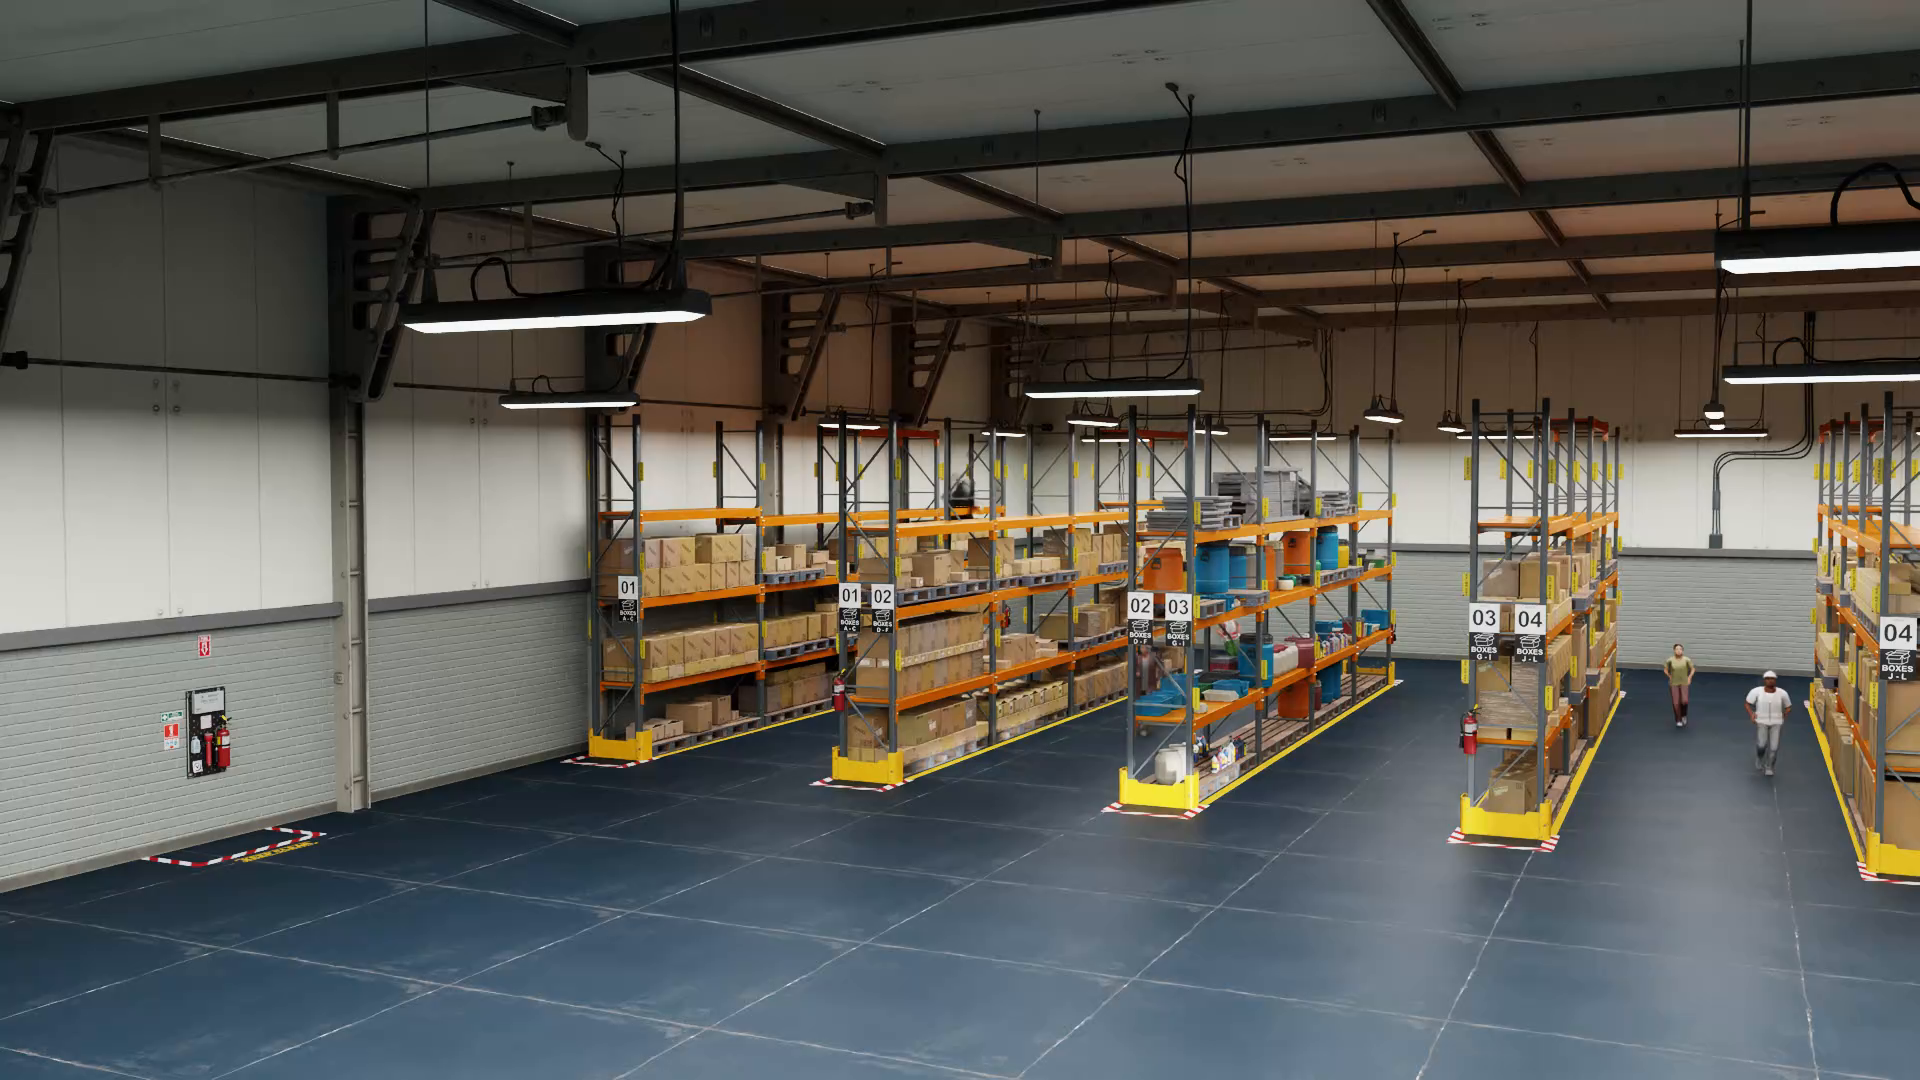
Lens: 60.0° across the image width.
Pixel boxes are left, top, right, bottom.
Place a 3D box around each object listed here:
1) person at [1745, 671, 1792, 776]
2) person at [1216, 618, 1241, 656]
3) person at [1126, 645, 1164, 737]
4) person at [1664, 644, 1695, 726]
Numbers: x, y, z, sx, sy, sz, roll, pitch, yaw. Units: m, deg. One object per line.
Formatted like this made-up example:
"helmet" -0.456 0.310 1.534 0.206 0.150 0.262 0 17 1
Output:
"person" 13.290 3.013 27.317 0.695 1.716 0.593 1 2 20
"person" 6.649 2.461 40.781 0.706 1.713 0.599 0 2 -6
"person" 3.505 2.813 31.577 0.701 1.753 0.901 0 2 10
"person" 14.063 2.842 32.522 0.556 1.626 0.520 1 3 25
